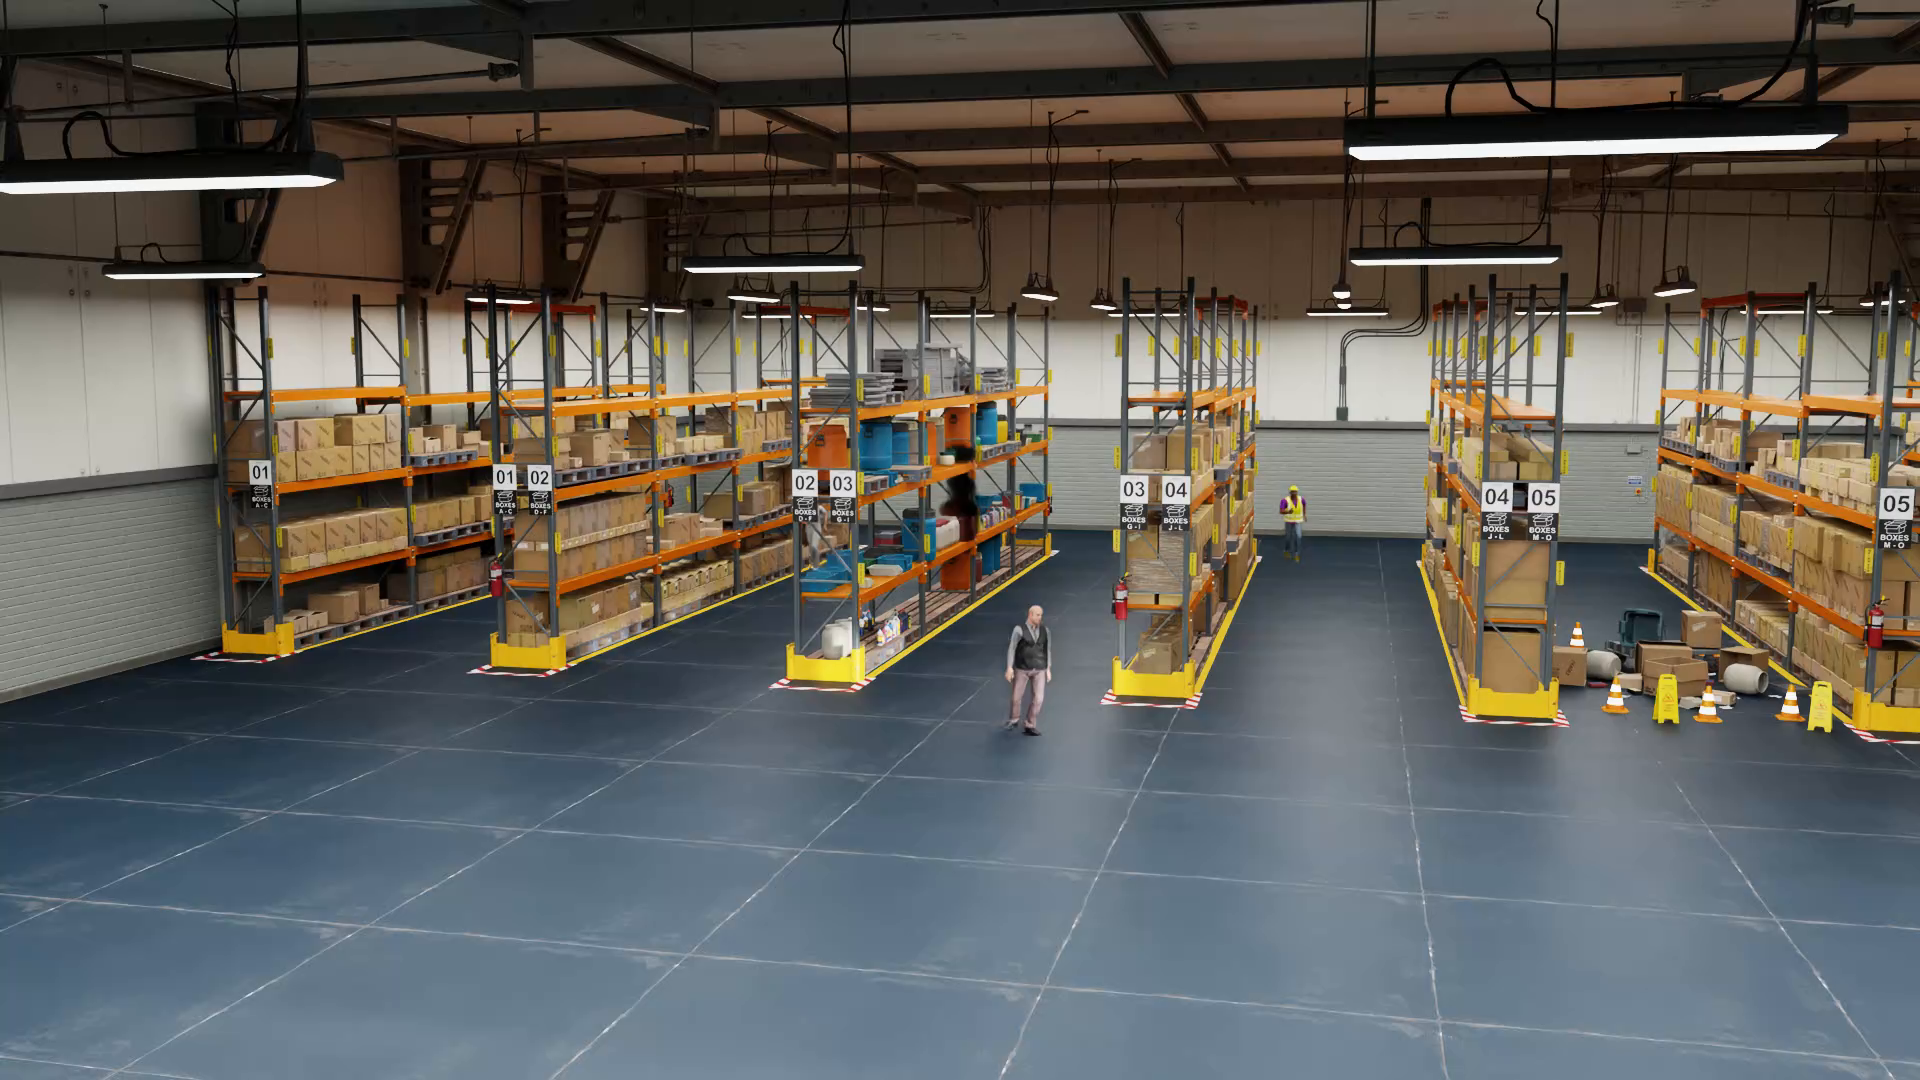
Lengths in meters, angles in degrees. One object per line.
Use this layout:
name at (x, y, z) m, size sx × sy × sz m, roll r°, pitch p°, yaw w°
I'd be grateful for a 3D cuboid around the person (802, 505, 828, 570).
person at (-3.091, -0.118, 35.022) m, size 0.515 × 1.745 × 0.772 m, roll 2°, pitch 7°, yaw 13°

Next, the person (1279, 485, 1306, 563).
person at (7.855, -0.385, 39.235) m, size 0.685 × 1.822 × 0.867 m, roll 0°, pitch 7°, yaw 0°

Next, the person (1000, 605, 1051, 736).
person at (0.859, 1.683, 21.582) m, size 0.649 × 1.703 × 0.492 m, roll -2°, pitch 7°, yaw -15°

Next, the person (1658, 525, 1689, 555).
person at (17.139, -0.511, 40.008) m, size 0.980 × 1.768 × 0.687 m, roll -1°, pitch 7°, yaw -5°
